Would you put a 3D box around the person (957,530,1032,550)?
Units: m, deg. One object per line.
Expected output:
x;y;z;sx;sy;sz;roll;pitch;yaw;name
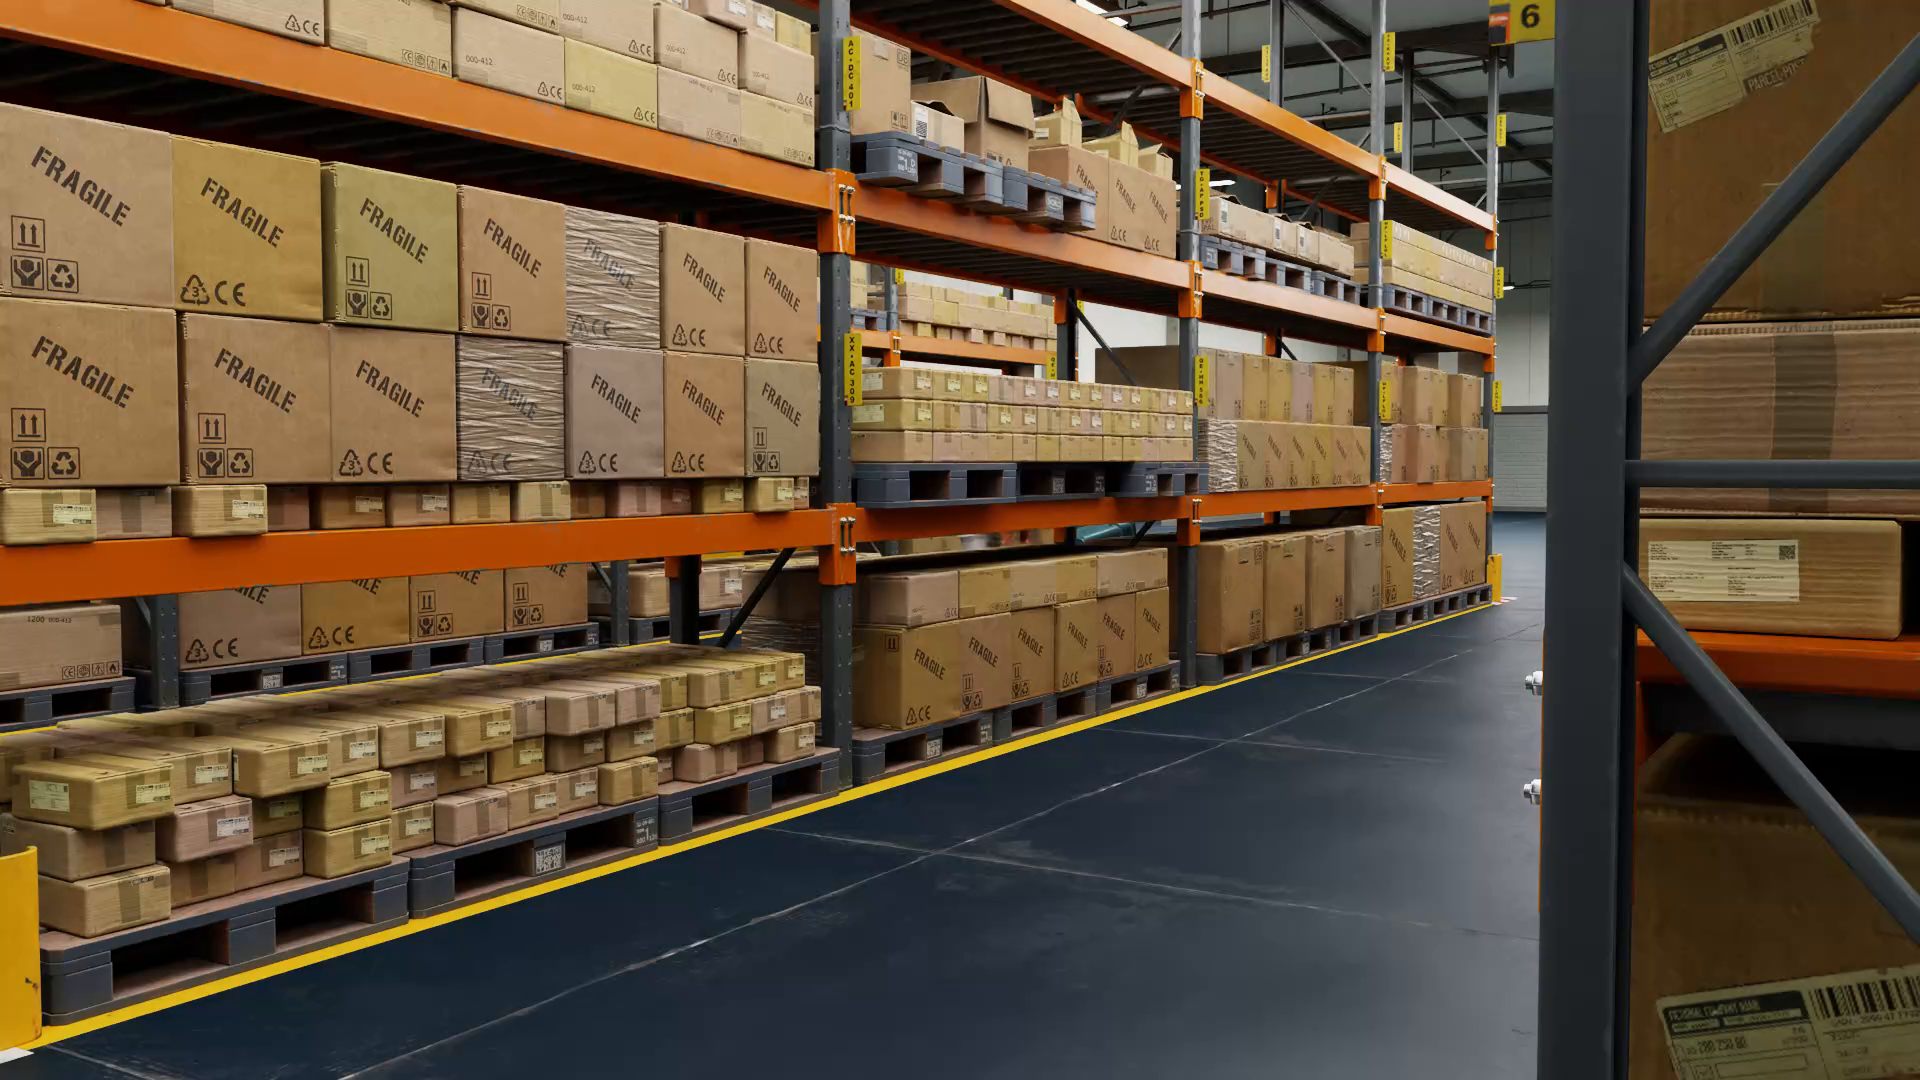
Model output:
0.397;0.142;13.398;0.858;1.472;0.484;2;3;30;person
